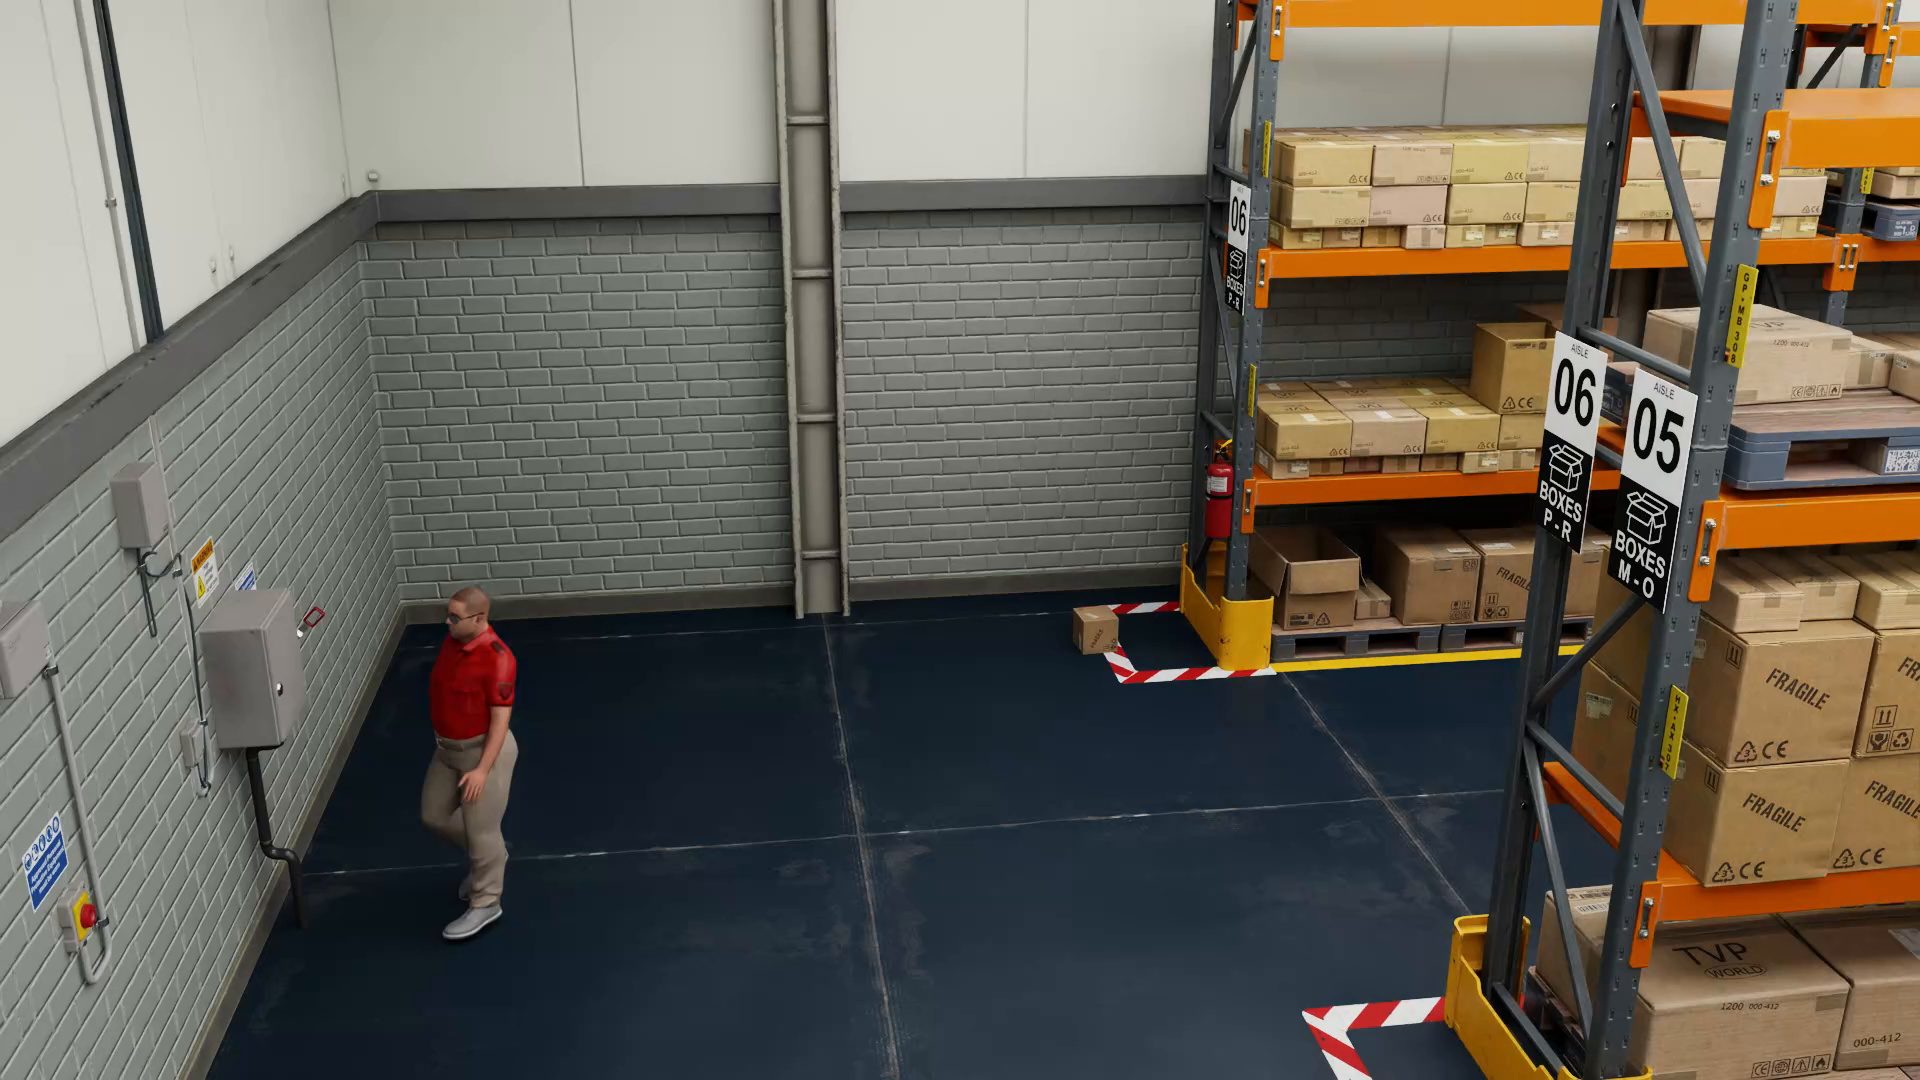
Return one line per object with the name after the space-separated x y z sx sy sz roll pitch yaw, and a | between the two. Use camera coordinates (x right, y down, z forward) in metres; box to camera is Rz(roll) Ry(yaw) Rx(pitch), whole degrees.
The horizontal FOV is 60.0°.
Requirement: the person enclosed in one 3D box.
-2.416 1.075 8.106 0.559 1.741 0.556 16 25 37 | person
